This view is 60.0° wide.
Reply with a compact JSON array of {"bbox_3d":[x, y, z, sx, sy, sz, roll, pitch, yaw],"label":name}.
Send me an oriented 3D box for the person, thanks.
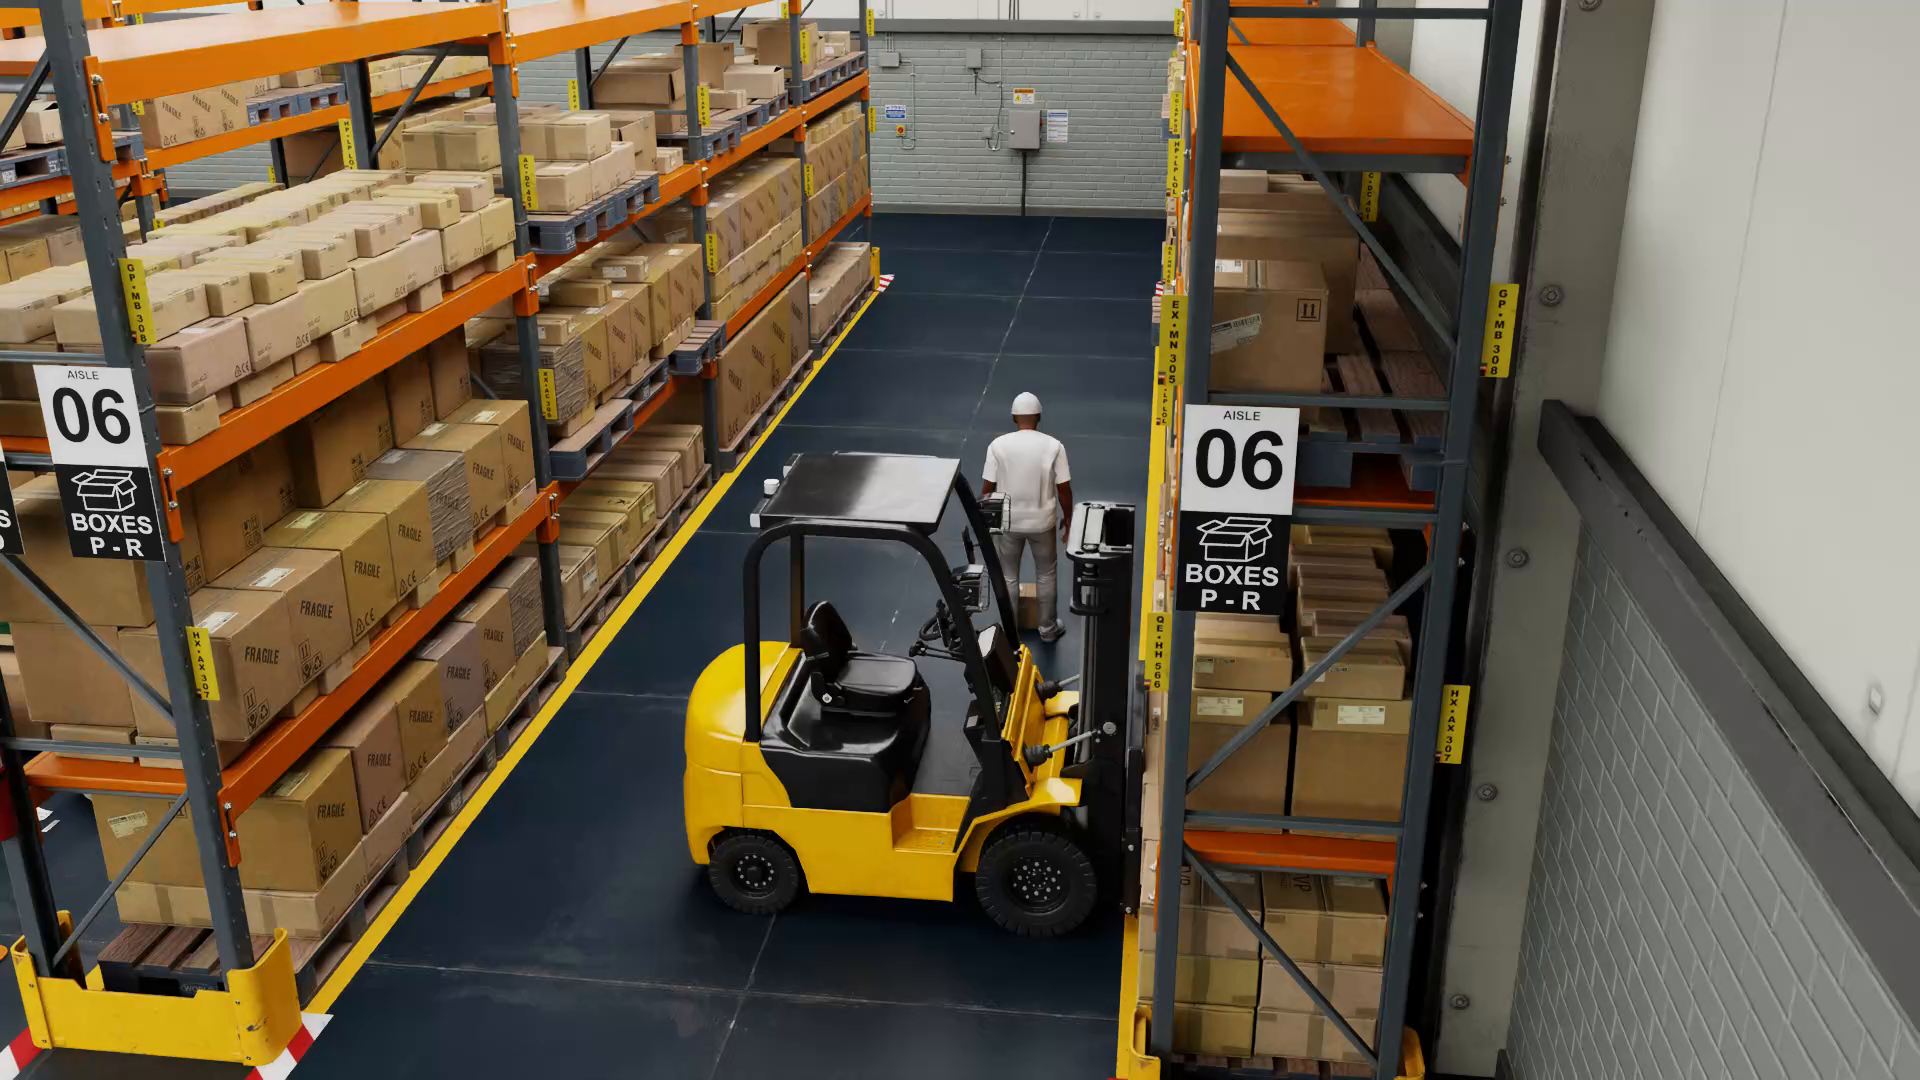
[{"bbox_3d":[0.464,-0.148,11.444,0.627,1.760,0.458,3,21,7],"label":"person"}]
